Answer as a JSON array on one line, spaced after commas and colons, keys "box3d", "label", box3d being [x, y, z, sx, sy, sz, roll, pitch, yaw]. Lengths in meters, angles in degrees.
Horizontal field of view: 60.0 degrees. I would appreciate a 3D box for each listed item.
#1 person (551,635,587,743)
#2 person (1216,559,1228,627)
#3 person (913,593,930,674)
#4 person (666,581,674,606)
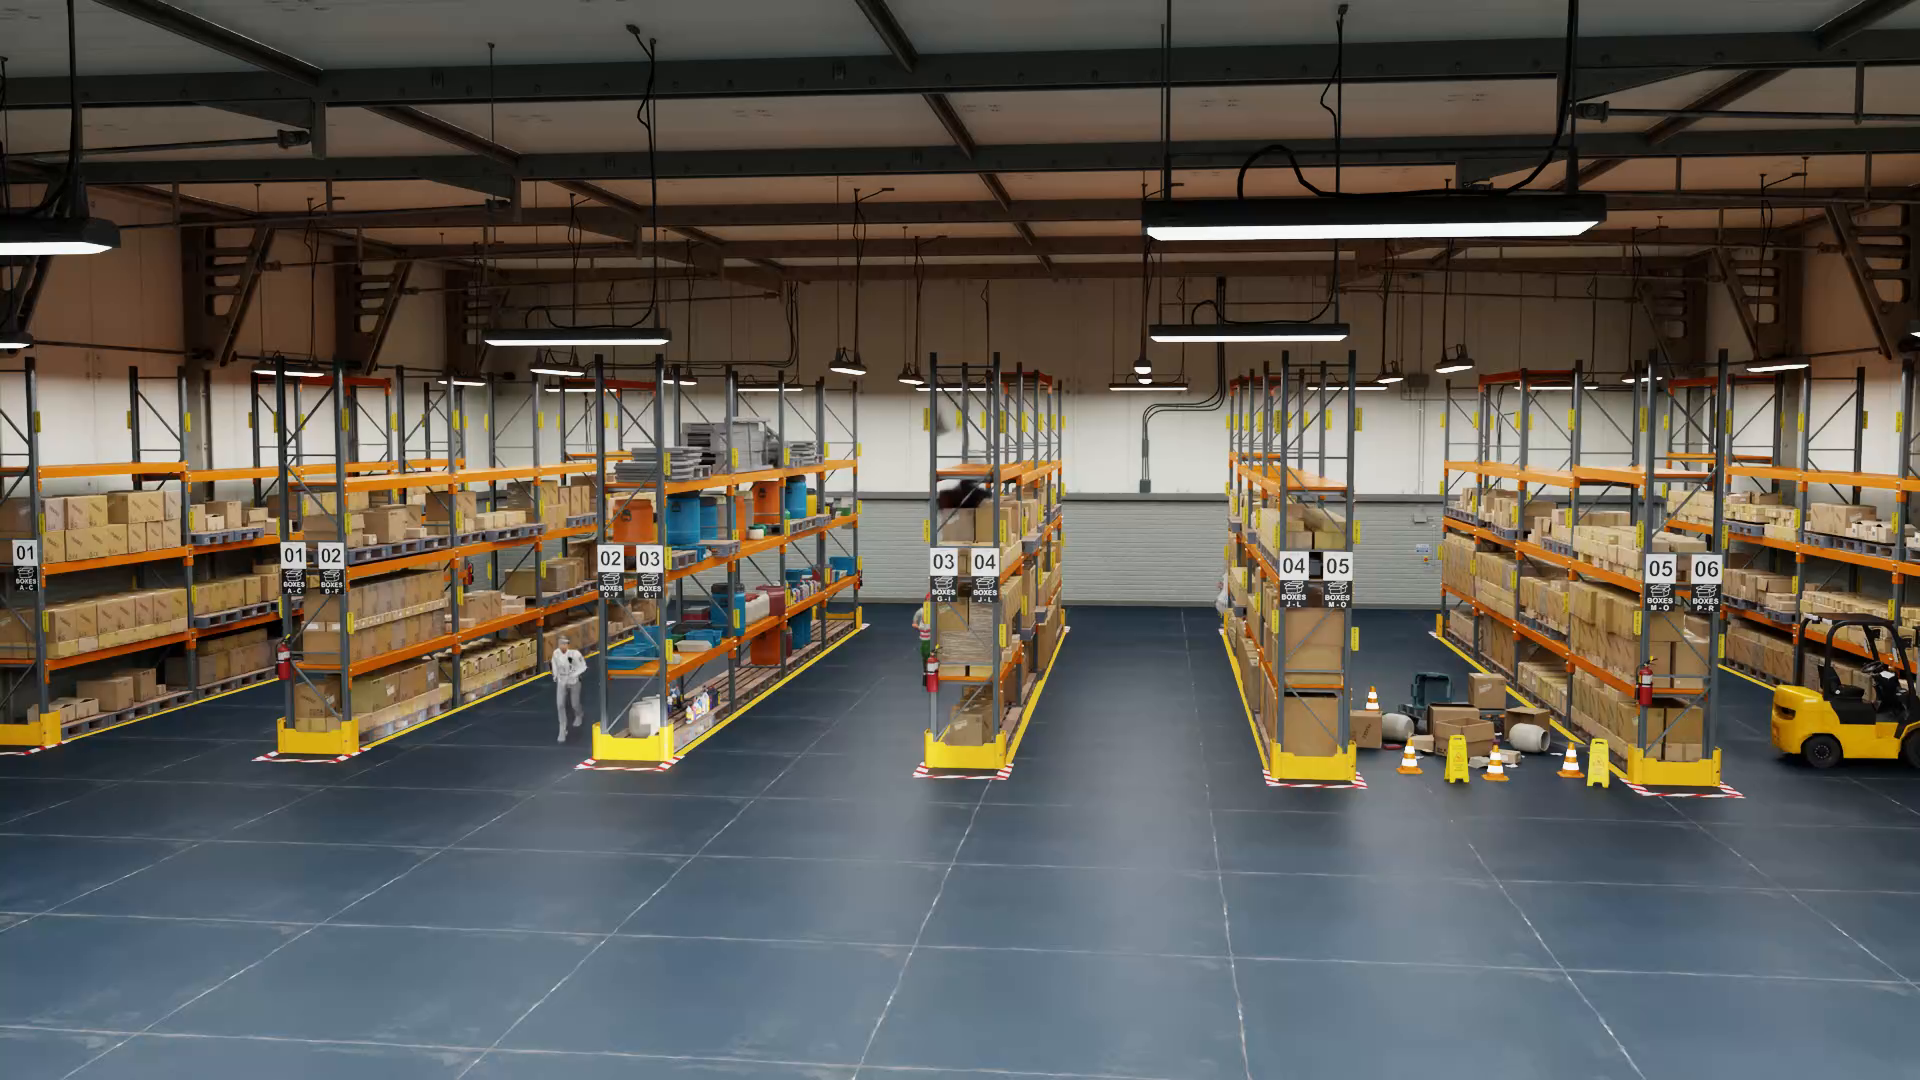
[{"box3d": [-6.211, 2.309, 26.460, 0.619, 1.686, 1.062, 0, 4, 2], "label": "person"}, {"box3d": [6.541, 1.299, 40.579, 0.580, 1.752, 0.737, 1, 4, 14], "label": "person"}, {"box3d": [-0.562, 1.875, 31.144, 0.657, 1.776, 0.968, 0, 4, 1], "label": "person"}, {"box3d": [-7.554, 1.172, 42.010, 0.567, 1.741, 0.667, 1, 4, 18], "label": "person"}]
